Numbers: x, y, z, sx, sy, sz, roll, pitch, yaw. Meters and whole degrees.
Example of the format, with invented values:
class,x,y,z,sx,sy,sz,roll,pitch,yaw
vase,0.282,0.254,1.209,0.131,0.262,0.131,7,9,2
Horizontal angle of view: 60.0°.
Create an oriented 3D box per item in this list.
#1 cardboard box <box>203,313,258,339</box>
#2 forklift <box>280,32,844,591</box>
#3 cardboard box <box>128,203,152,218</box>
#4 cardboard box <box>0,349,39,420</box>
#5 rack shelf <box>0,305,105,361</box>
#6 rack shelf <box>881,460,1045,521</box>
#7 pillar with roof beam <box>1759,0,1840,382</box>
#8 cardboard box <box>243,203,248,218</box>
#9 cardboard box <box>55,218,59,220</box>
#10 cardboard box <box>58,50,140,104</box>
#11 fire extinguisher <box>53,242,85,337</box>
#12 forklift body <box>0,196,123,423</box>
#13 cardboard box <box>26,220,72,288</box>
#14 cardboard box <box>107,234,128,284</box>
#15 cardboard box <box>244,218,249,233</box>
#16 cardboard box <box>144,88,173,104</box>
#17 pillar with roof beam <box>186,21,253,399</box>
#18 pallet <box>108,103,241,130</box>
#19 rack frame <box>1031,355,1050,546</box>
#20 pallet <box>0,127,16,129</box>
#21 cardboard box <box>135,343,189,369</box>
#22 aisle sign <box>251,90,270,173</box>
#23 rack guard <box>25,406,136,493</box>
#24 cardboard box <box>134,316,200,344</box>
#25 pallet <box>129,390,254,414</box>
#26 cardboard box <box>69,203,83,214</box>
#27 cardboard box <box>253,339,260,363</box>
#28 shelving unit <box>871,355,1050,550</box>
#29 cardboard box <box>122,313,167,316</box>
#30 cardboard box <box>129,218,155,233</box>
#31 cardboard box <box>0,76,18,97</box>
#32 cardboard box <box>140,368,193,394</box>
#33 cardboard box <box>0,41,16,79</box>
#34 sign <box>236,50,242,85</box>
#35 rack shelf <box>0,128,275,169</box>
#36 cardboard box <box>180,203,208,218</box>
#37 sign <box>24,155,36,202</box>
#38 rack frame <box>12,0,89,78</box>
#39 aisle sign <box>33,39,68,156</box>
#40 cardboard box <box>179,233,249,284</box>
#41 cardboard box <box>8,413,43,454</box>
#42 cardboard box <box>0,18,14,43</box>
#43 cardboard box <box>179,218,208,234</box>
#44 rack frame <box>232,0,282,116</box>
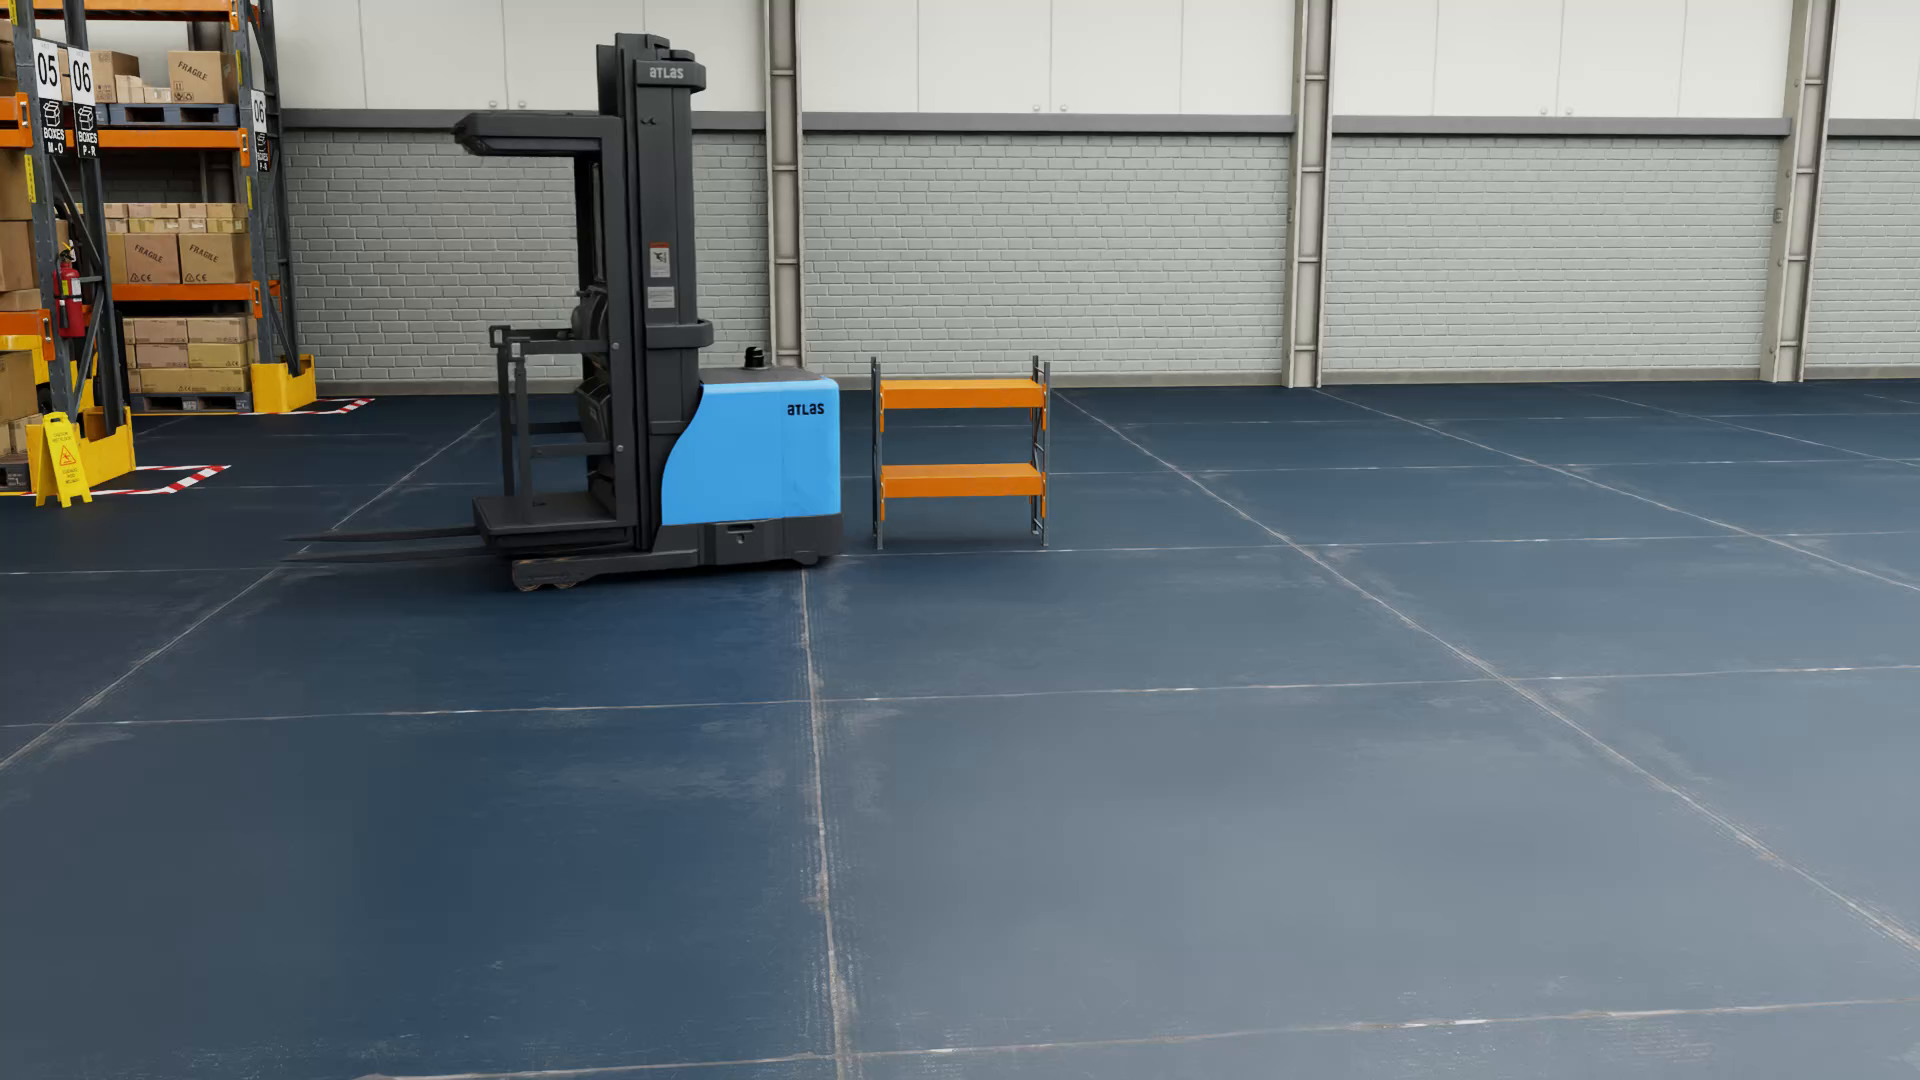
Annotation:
class,x,y,z,sx,sy,sz,roll,pitch,yaw
cardboard box,-7.620,-2.251,17.492,0.500,0.250,0.500,-1,11,-7
forklift,-2.246,-1.277,9.263,3.031,2.935,1.130,-4,12,-20
cardboard box,-8.210,-3.330,16.821,0.250,0.149,0.380,-1,11,-6
cardboard box,-7.438,-1.186,12.722,0.500,0.500,0.500,-2,11,-8
rack shelf,-8.571,-1.531,12.246,4.000,0.370,1.077,-1,11,-6
rack shelf,-0.007,-0.312,10.306,1.000,0.278,0.538,-1,11,-6
pillar with roof beam,10.448,-5.529,15.164,0.400,9.000,9.100,-1,11,-6
cardboard box,-7.479,-3.425,17.302,0.250,0.149,0.380,-1,11,-7
cardboard box,-8.967,-3.165,16.749,0.250,0.149,0.380,-1,11,-6
cardboard box,-8.565,-4.596,16.585,0.500,0.500,0.700,-1,11,-6
fire extinguisher,-6.419,-1.802,11.958,0.183,0.674,0.296,-1,11,-6
forklift body,-8.810,-2.072,15.331,1.214,2.155,2.313,-1,11,-6
cardboard box,-7.083,-2.164,12.570,0.500,0.500,0.500,-1,11,-7
cardboard box,-8.609,-2.846,16.811,0.500,0.500,0.500,-1,11,-7
cardboard box,-7.487,-3.288,17.375,0.250,0.149,0.380,-1,11,-8
cardboard box,-7.913,-4.406,16.530,0.250,0.149,0.380,-2,11,-8
pillar with roof beam,-7.447,-5.154,13.257,0.400,9.000,9.100,-1,11,-6
pallet,-7.828,-4.296,16.899,1.213,0.211,1.003,-1,11,-6
rack frame,0.499,-0.562,10.313,0.032,1.125,0.500,-1,11,-6
pallet,-10.254,-4.245,16.641,1.213,0.211,1.003,-1,11,-6
cardboard box,-8.072,-1.901,17.007,0.500,0.250,0.500,-1,11,-7
aisle sign,-7.025,-4.098,16.699,0.004,0.787,0.394,-1,11,-6
rack guard,-6.658,-0.698,12.621,0.348,0.500,1.175,-1,11,-6
cardboard box,-8.053,-2.144,16.945,0.500,0.250,0.500,-1,11,-5
pallet,-7.878,-1.486,17.377,1.213,0.211,1.003,-1,11,-6
cardboard box,-8.713,-3.297,16.652,0.250,0.149,0.380,-1,11,-5
cardboard box,-7.612,-2.010,17.559,0.500,0.250,0.500,-1,11,-5
shelving unit,-0.007,-0.552,10.259,1.048,1.125,0.538,-1,11,-6
cardboard box,-8.615,-2.232,17.393,0.500,0.250,0.500,-1,11,-6
cardboard box,-8.200,-3.176,16.808,0.250,0.149,0.380,-1,11,-6
cardboard box,-6.907,-3.213,11.812,0.250,0.149,0.380,-1,11,-6
cardboard box,-8.051,-1.656,17.053,0.500,0.250,0.500,-1,11,-6
cardboard box,-7.062,-3.408,11.768,0.500,0.250,0.500,-1,11,-7
sign,-7.077,-4.641,16.332,0.005,0.325,0.100,-1,11,-6
rack shelf,-9.110,-3.955,16.798,4.000,0.370,1.077,-1,11,-6
cardboard box,-7.697,-3.332,16.829,0.250,0.149,0.380,-1,11,-6
sign,-6.542,-2.542,11.702,0.005,0.325,0.100,-1,11,-6
rack frame,-6.582,-4.870,11.809,0.127,3.000,1.000,-1,11,-6
aisle sign,-6.489,-3.147,11.861,0.004,0.787,0.394,-1,11,-6
cardboard box,-7.583,-2.866,16.912,0.500,0.500,0.500,-1,11,-7
cardboard box,-7.414,-0.819,12.797,0.500,0.250,0.500,-1,11,-7
cardboard box,-6.887,-3.602,11.722,0.250,0.149,0.380,-1,11,-6
cardboard box,-7.687,-3.173,16.791,0.250,0.149,0.380,-1,11,-5
rack frame,-7.122,-5.821,16.651,0.127,3.000,1.000,-1,11,-6
